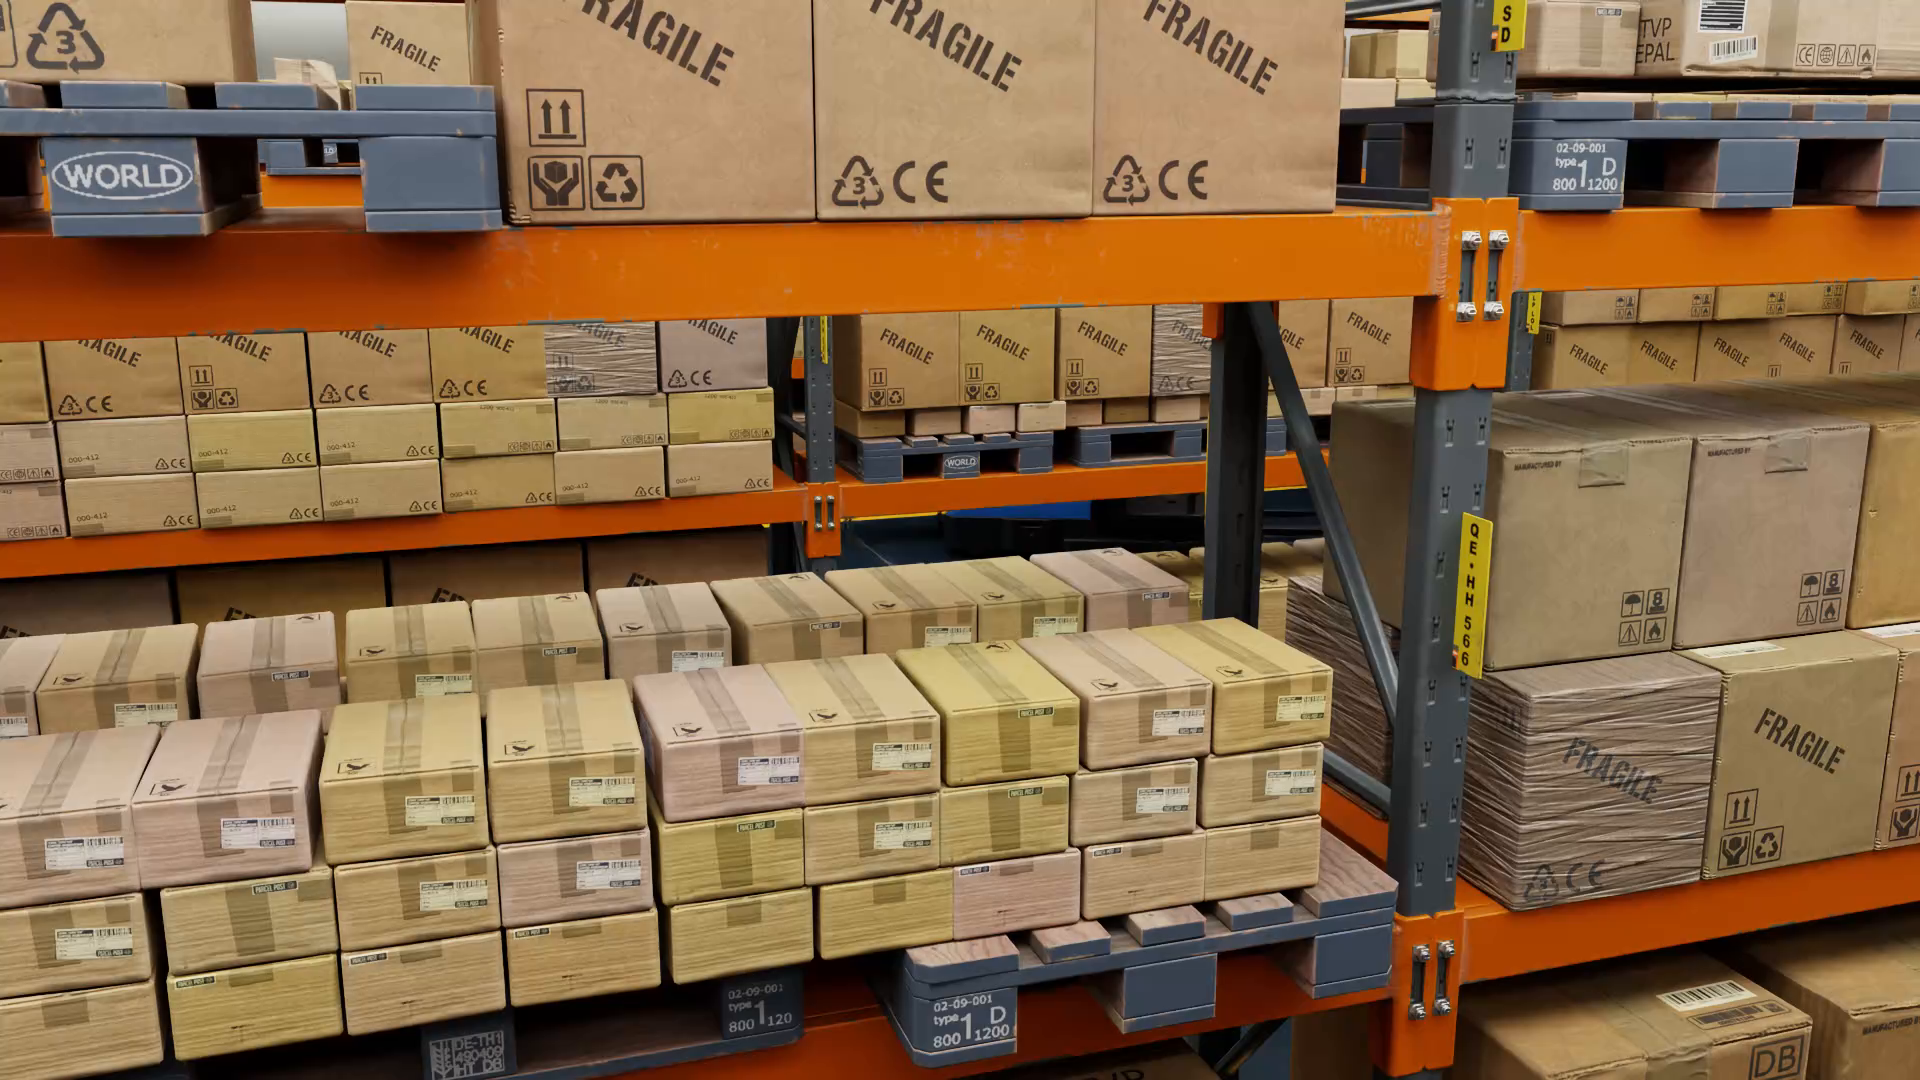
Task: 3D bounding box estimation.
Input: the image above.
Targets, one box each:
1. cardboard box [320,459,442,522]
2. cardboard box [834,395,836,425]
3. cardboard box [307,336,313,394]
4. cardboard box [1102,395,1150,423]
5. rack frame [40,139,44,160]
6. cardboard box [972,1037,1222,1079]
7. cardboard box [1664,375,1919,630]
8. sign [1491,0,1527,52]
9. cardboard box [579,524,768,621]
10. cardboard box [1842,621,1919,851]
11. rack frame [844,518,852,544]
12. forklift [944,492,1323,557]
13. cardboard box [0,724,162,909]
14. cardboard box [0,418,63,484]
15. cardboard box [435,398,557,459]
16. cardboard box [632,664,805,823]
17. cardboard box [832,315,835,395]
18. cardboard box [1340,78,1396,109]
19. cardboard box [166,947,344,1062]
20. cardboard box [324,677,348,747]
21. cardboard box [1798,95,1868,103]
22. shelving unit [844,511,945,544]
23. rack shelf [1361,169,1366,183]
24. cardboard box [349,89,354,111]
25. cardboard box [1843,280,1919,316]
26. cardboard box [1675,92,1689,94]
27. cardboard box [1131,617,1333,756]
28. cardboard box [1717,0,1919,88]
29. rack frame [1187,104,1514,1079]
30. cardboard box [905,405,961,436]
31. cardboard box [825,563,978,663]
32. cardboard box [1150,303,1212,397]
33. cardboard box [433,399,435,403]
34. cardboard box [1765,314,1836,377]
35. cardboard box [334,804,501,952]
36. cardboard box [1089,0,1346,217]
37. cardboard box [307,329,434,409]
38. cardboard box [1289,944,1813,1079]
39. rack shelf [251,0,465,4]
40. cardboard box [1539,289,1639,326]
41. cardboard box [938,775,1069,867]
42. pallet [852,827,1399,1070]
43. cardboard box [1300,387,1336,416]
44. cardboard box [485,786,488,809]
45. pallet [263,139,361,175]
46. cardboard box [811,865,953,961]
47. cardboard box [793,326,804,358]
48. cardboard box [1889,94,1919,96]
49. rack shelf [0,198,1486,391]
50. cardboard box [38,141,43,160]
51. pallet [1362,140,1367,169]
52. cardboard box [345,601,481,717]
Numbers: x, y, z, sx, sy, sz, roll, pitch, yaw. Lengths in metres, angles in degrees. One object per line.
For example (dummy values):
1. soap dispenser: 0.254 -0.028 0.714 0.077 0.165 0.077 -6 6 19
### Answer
1. cardboard box: -2.658 -0.273 7.634 0.500 0.250 0.500 -5 14 -19
2. cardboard box: -0.590 -0.717 8.811 0.250 0.149 0.380 -4 14 -16
3. cardboard box: -3.298 -0.960 7.820 0.500 0.500 0.500 -4 14 -16
4. cardboard box: 0.821 -0.728 8.857 0.250 0.149 0.380 -4 14 -16
5. rack frame: -6.203 -1.352 11.846 0.127 3.000 1.000 -4 14 -18
6. cardboard box: 0.285 1.274 3.679 0.500 0.250 0.500 -5 14 -19
7. cardboard box: 2.242 -0.123 4.301 0.500 0.500 0.700 -5 14 -19
8. sign: 1.020 -1.073 3.071 0.005 0.325 0.100 -4 14 -18
9. cardboard box: -1.506 0.303 8.571 0.875 0.875 0.875 -5 14 -19
10. cardboard box: 2.320 0.421 4.174 0.500 0.500 0.500 -4 14 -18
11. rack frame: -0.856 -0.743 12.525 0.023 1.500 0.400 -2 14 -9
12. forklift: 1.429 -1.382 12.120 3.031 2.935 1.130 1 13 5
13. cardboard box: -1.436 0.437 2.672 0.250 0.149 0.380 -5 14 -19
14. cardboard box: -4.109 -0.405 7.107 0.500 0.250 0.500 -5 14 -20
15. cardboard box: -2.167 -0.557 7.746 0.500 0.250 0.500 -5 14 -20
16. cardboard box: -0.438 0.359 3.003 0.250 0.149 0.380 -4 14 -18
17. cardboard box: -0.483 -1.051 8.815 0.500 0.500 0.500 -5 14 -20
18. cardboard box: 1.977 -2.334 8.907 0.500 0.250 0.500 -4 14 -17
19. cardboard box: -1.186 0.706 2.826 0.250 0.149 0.380 -5 14 -19
20. cardboard box: -1.379 0.417 3.402 0.250 0.149 0.380 -4 14 -18
21. cardboard box: 4.913 -2.470 9.743 0.500 0.250 0.500 -4 14 -18
22. shelving unit: -0.495 -0.756 12.581 0.755 1.500 0.431 -2 14 -9
23. rack shelf: 1.070 -1.816 8.868 4.000 0.370 1.077 -4 14 -18
24. cardboard box: -2.872 -1.986 7.627 0.250 0.166 0.380 -3 14 -13
25. cardboard box: 5.410 -1.648 10.069 0.500 0.500 0.700 -5 14 -19
26. cardboard box: 3.859 -2.574 9.320 0.250 0.149 0.380 -5 14 -20
27. cardboard box: 0.531 0.284 3.316 0.250 0.149 0.380 -5 14 -20
28. cardboard box: 2.080 -1.162 3.766 0.500 0.250 0.500 -4 14 -17
29. rack frame: 0.849 0.519 3.979 0.127 3.000 1.000 -4 14 -18
30. cardboard box: -0.179 -0.638 8.478 0.250 0.149 0.380 -5 14 -22
31. cardboard box: -0.138 0.177 3.768 0.250 0.149 0.380 -5 14 -18
32. cardboard box: 1.144 -1.055 8.830 0.500 0.500 0.500 -5 14 -20
33. cardboard box: -2.351 -0.674 8.239 0.500 0.250 0.500 -5 14 -18
34. cardboard box: 4.893 -1.137 10.083 0.500 0.500 0.500 -4 14 -17
35. cardboard box: -0.940 0.543 2.869 0.250 0.149 0.380 -5 14 -19
36. cardboard box: 0.389 -0.891 3.209 0.500 0.500 0.500 -4 14 -18
37. cardboard box: -2.670 -0.888 7.518 0.500 0.500 0.500 -5 14 -19
38. cardboard box: 1.455 1.384 4.297 0.750 0.750 1.050 -5 14 -19
39. rack shelf: -4.307 -3.874 11.902 4.000 0.370 1.077 -4 14 -18
40. cardboard box: 3.452 -1.519 9.528 0.500 0.500 0.700 -5 14 -19
41. cardboard box: 0.025 0.469 3.183 0.250 0.149 0.380 -4 14 -17
42. pallet: 0.208 0.688 3.682 1.003 0.211 1.213 -4 14 -18
43. cardboard box: 1.838 -0.776 9.058 0.250 0.149 0.380 -4 14 -18
44. cardboard box: -1.142 0.543 3.514 0.250 0.149 0.380 -5 14 -20
45. pallet: -2.477 -1.784 7.588 1.213 0.211 1.003 -4 14 -15
46. cardboard box: -0.189 0.629 3.153 0.250 0.149 0.380 -5 14 -19
47. cardboard box: -1.435 -1.590 13.168 0.500 0.250 0.500 -5 14 -19
48. cardboard box: 5.547 -2.728 9.965 0.250 0.149 0.380 -4 14 -18
49. rack shelf: -1.046 -0.443 3.094 4.000 0.370 1.077 -4 14 -18
50. cardboard box: -6.616 -2.729 11.695 0.250 0.149 0.380 -4 14 -18
51. pallet: 2.347 -2.200 9.334 1.003 0.211 1.213 -4 14 -18
52. cardboard box: -1.133 0.254 3.443 0.250 0.149 0.380 -5 14 -19
